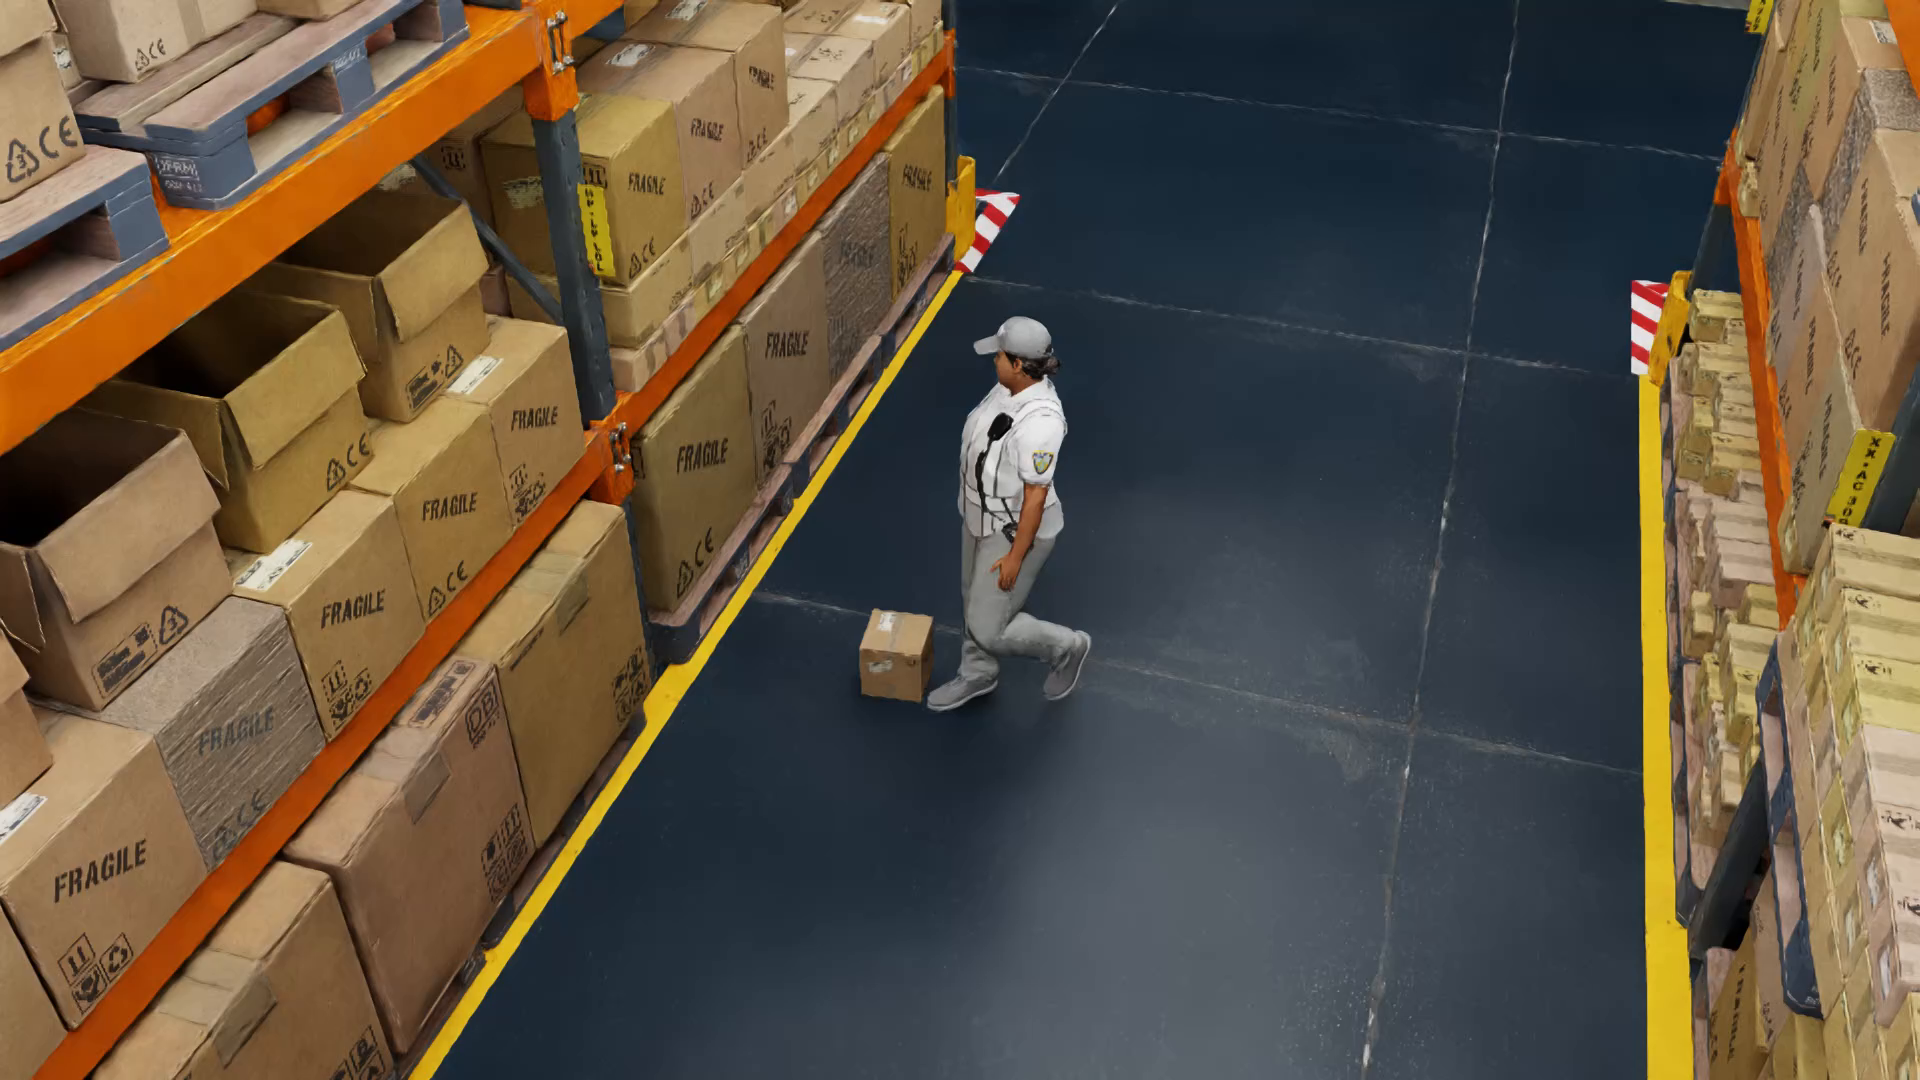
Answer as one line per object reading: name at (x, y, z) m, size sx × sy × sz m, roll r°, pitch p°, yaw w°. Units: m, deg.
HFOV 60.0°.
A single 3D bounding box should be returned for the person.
person at (0.172, -0.049, 6.224) m, size 0.637 × 1.664 × 0.523 m, roll -10°, pitch 38°, yaw -12°
